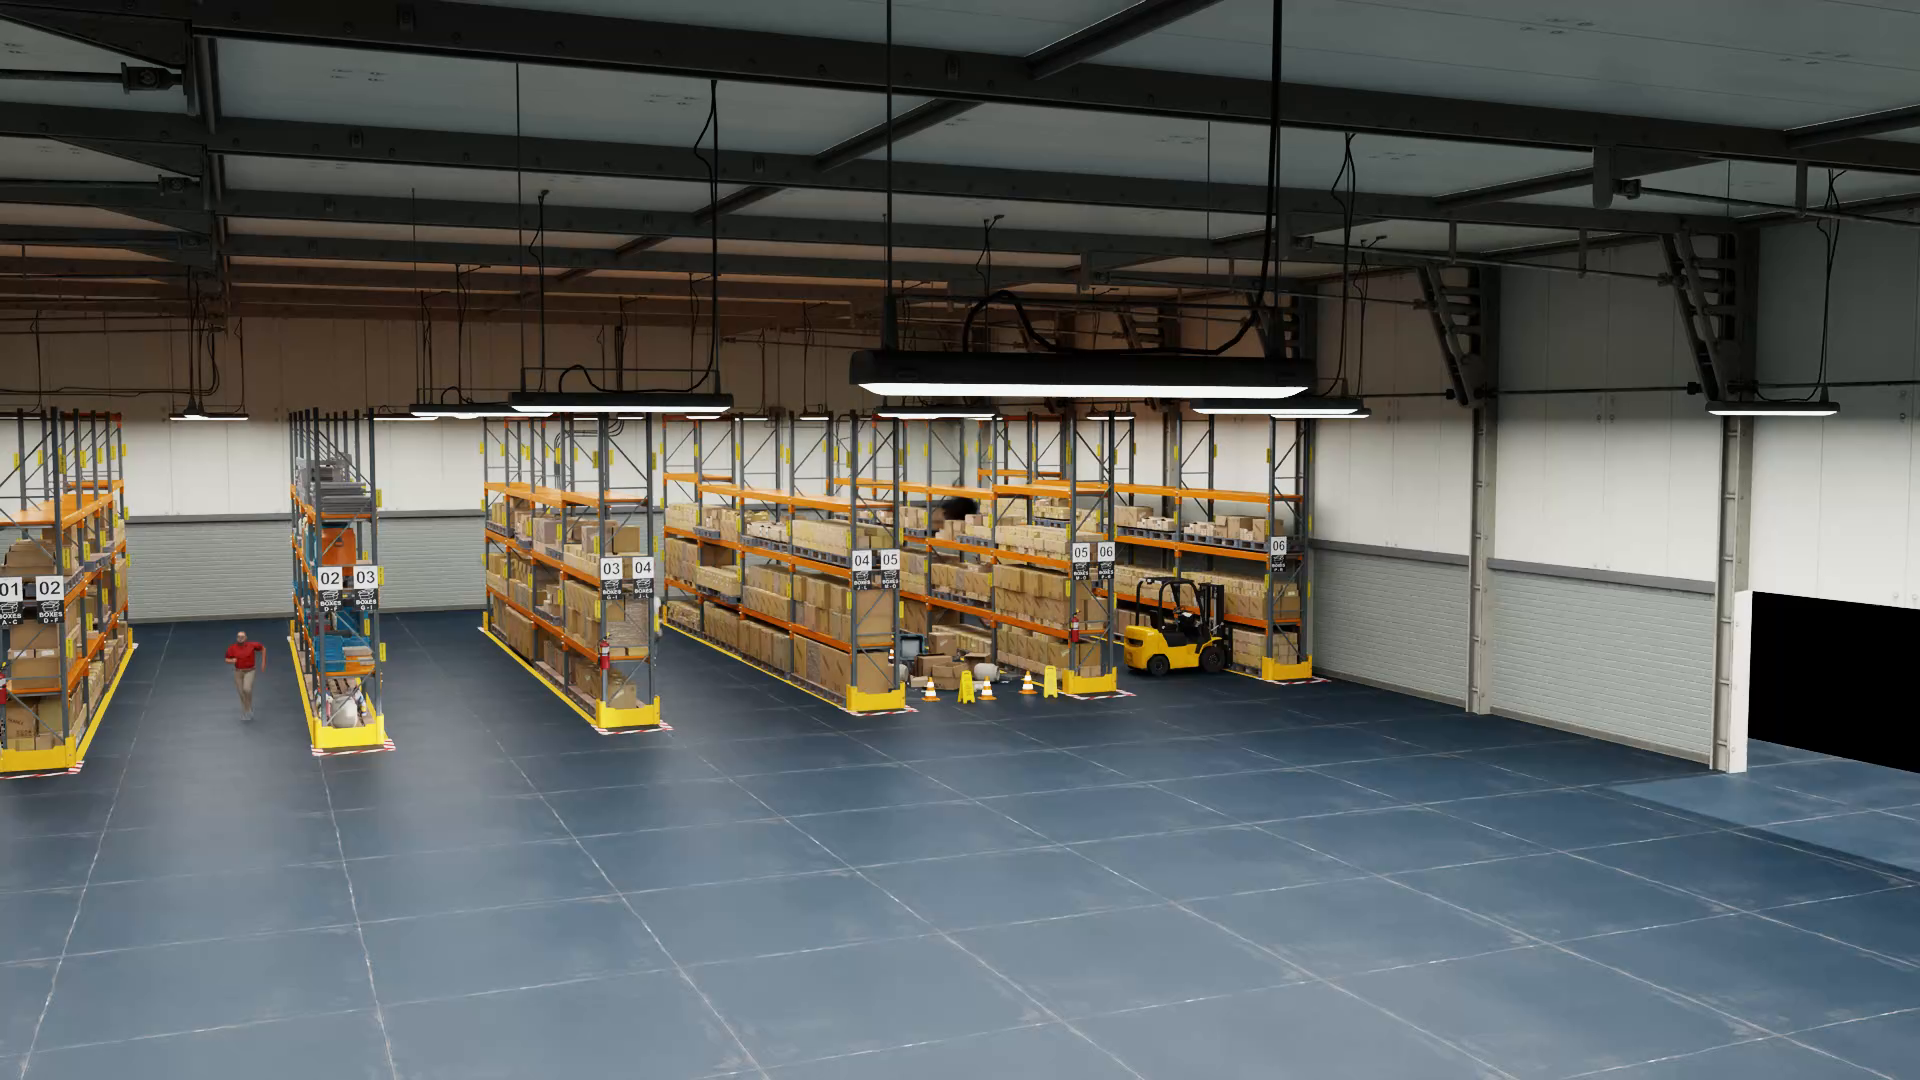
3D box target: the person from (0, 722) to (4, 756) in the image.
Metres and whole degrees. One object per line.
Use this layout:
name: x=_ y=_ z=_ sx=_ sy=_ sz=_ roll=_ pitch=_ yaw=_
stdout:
person: x=-15.444 y=3.062 z=26.402 sx=0.512 sy=1.629 sz=0.630 roll=2 pitch=4 yaw=22

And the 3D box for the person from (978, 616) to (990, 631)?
person: x=0.738 y=1.765 z=44.905 sx=0.565 sy=1.623 sz=0.548 roll=-2 pitch=4 yaw=-21

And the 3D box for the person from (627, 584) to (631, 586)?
person: x=-9.784 y=1.547 z=47.545 sx=0.744 sy=1.721 sz=0.723 roll=2 pitch=4 yaw=27

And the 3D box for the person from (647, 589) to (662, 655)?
person: x=-7.553 y=1.986 z=40.853 sx=0.682 sy=1.733 sz=0.617 roll=-3 pitch=5 yaw=-32

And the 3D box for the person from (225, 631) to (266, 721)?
person: x=-13.822 y=2.623 z=32.167 sx=0.689 sy=1.754 sz=0.853 roll=-1 pitch=4 yaw=-11
